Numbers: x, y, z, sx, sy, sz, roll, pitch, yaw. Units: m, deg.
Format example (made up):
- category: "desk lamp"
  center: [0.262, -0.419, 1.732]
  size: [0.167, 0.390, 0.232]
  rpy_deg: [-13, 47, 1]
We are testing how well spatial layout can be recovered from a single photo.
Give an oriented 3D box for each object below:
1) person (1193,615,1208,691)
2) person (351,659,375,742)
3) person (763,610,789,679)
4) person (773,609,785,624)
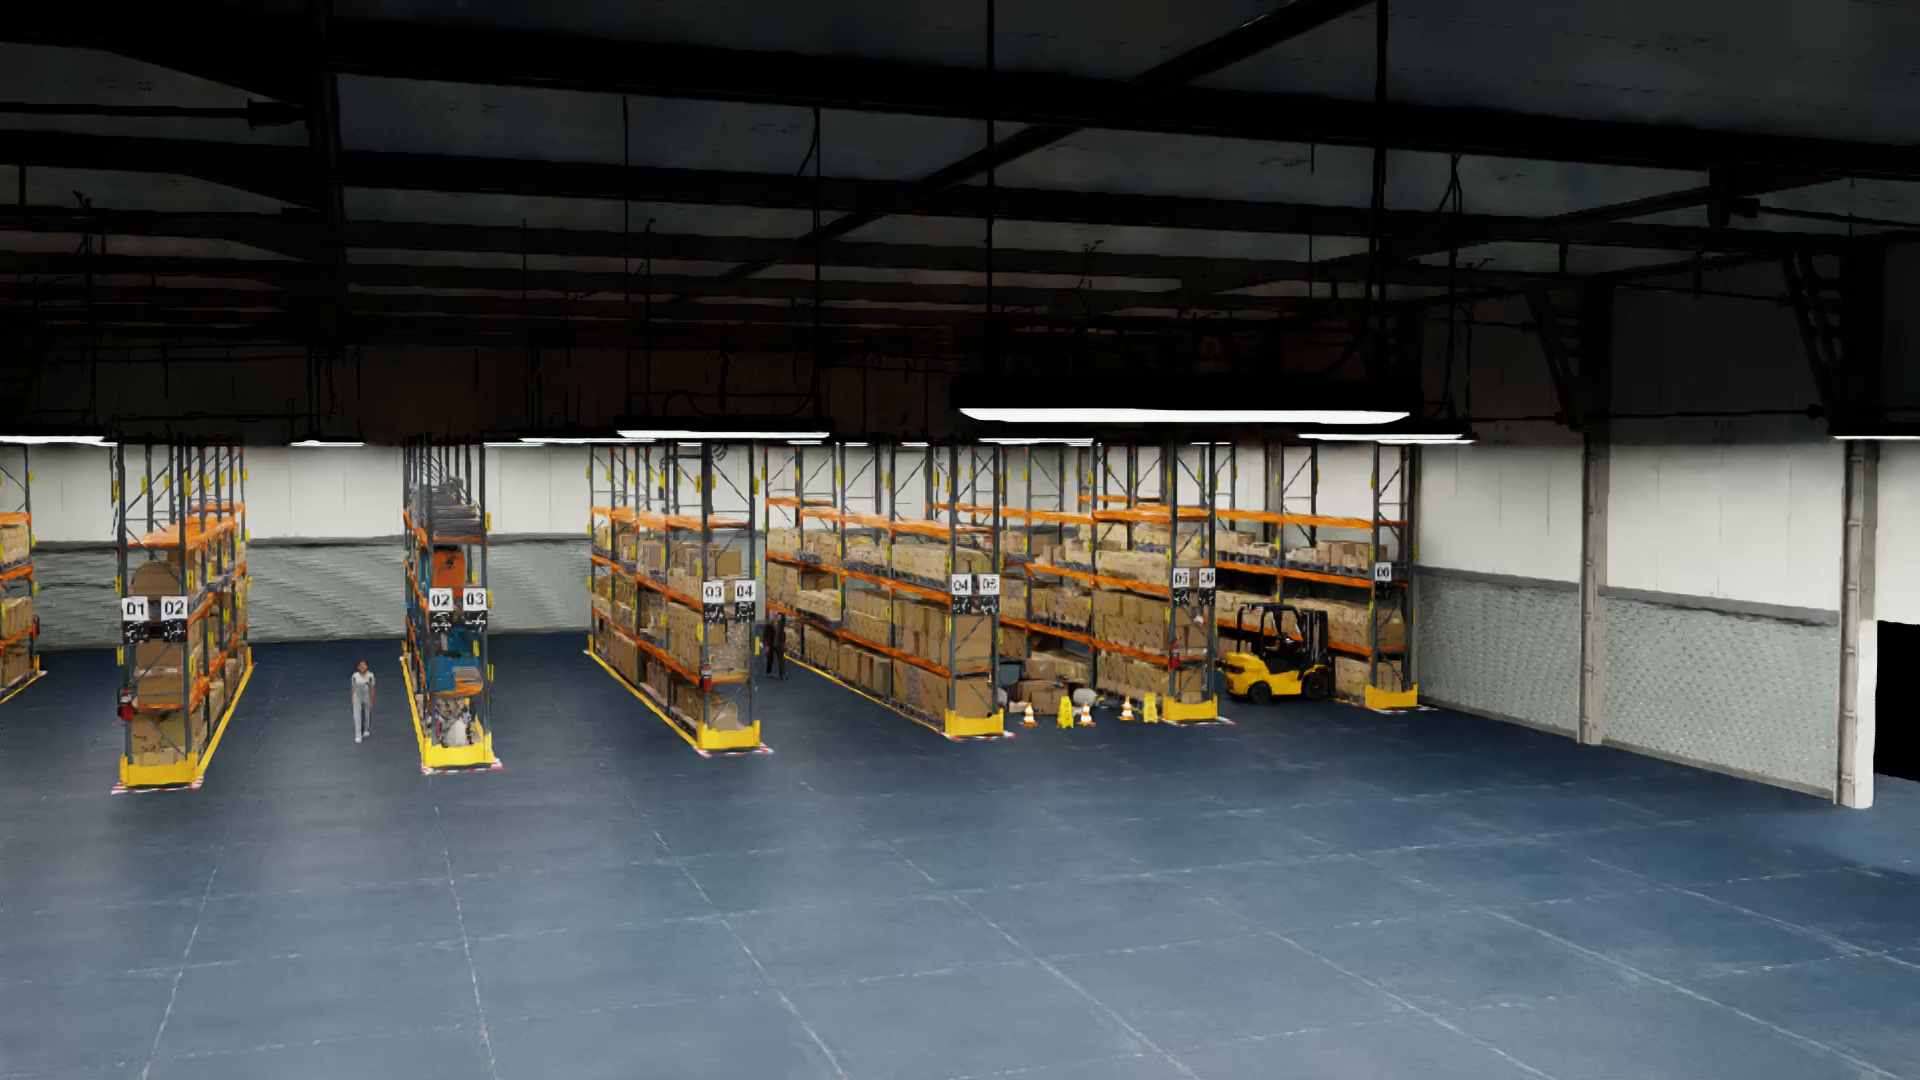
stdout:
- category: "person"
  center: [5.590, 2.650, 39.196]
  size: [0.576, 1.768, 0.626]
  rpy_deg: [1, 3, 11]
- category: "person"
  center: [-11.658, 3.107, 32.509]
  size: [0.445, 1.591, 1.110]
  rpy_deg: [-1, 3, -22]
- category: "person"
  center: [-4.592, 2.574, 41.168]
  size: [0.585, 1.698, 1.193]
  rpy_deg: [-1, 3, -18]
- category: "person"
  center: [-5.584, 2.107, 51.236]
  size: [0.457, 1.544, 0.872]
  rpy_deg: [1, 3, 9]
